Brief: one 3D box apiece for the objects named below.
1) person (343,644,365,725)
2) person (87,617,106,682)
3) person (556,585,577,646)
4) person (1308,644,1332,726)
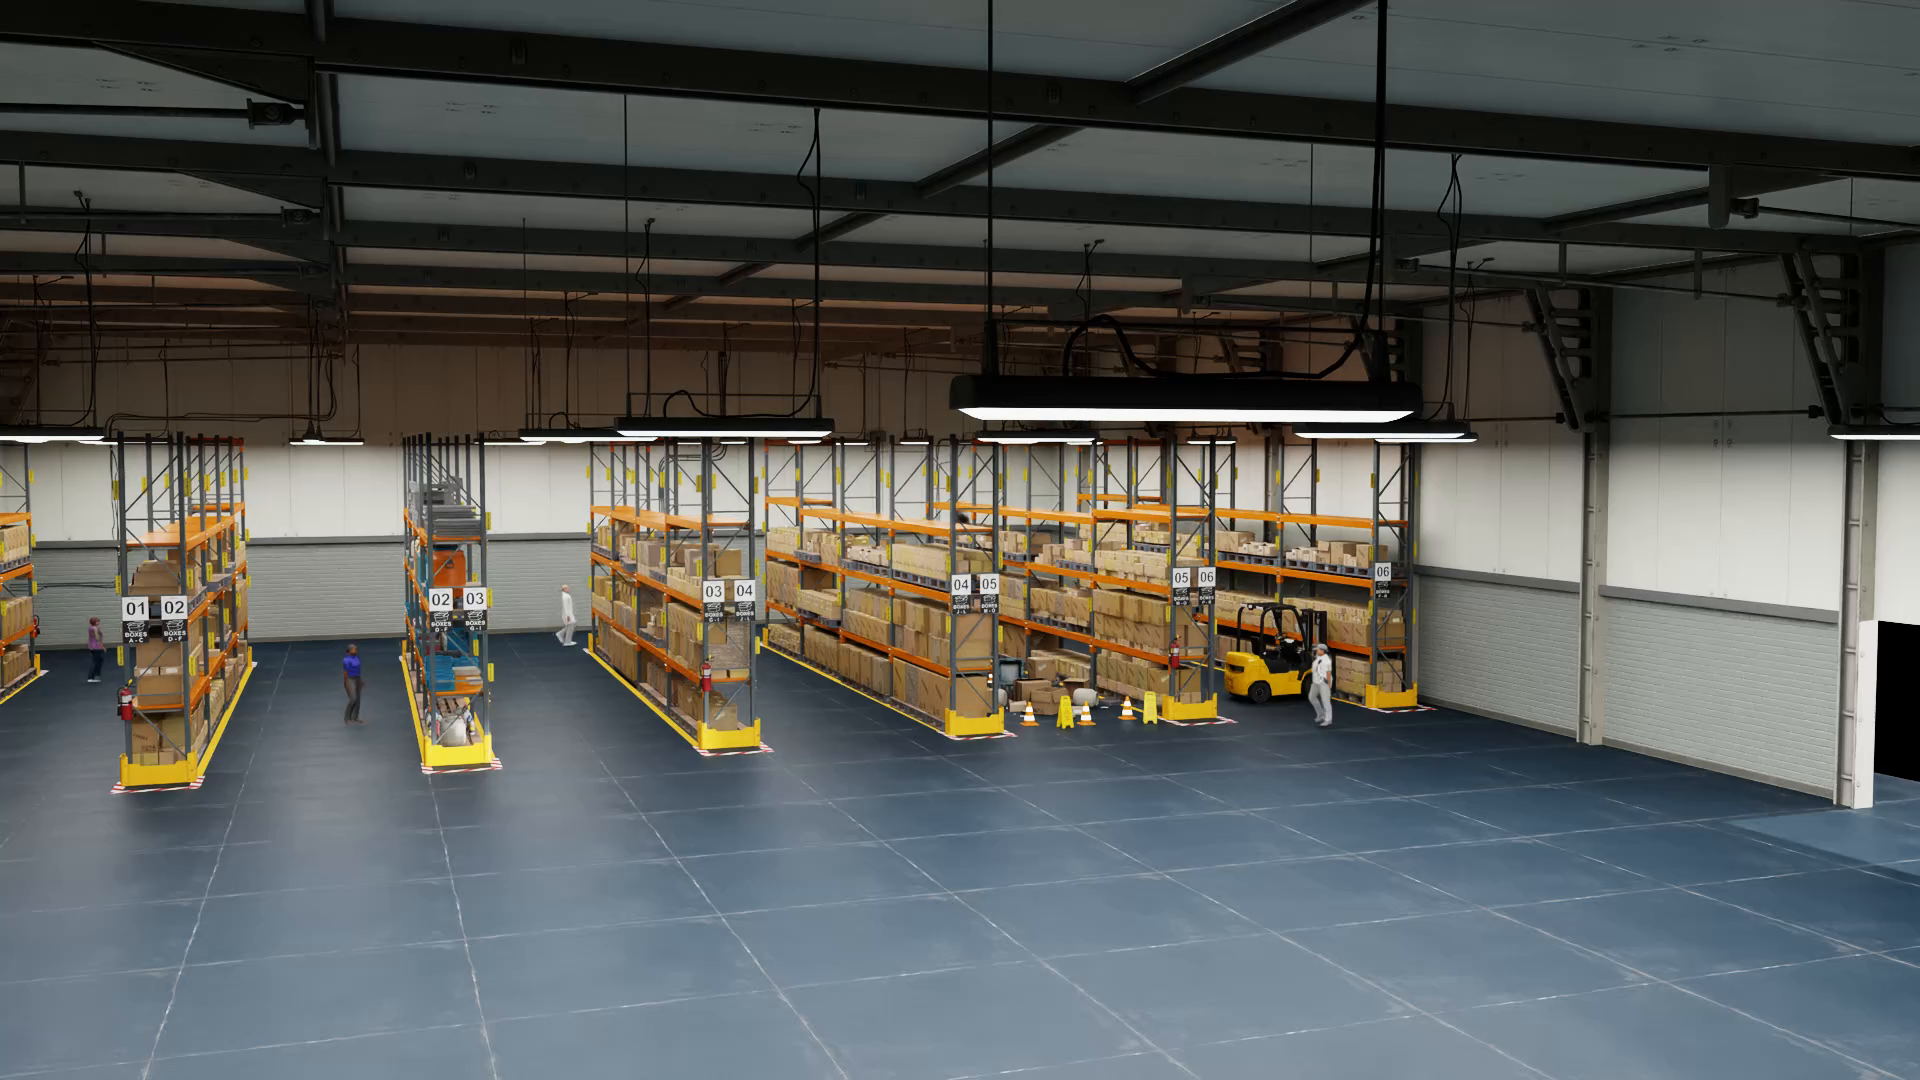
[{"bbox_3d":[-12.637,3.065,34.663,0.356,1.619,0.532,1,3,12],"label":"person"},{"bbox_3d":[-21.054,2.697,40.539,0.477,1.611,0.469,2,4,35],"label":"person"},{"bbox_3d":[-11.364,2.165,47.972,0.585,1.756,0.631,-1,3,-17],"label":"person"},{"bbox_3d":[7.468,2.979,34.400,0.434,1.686,0.590,-1,3,-21],"label":"person"}]
